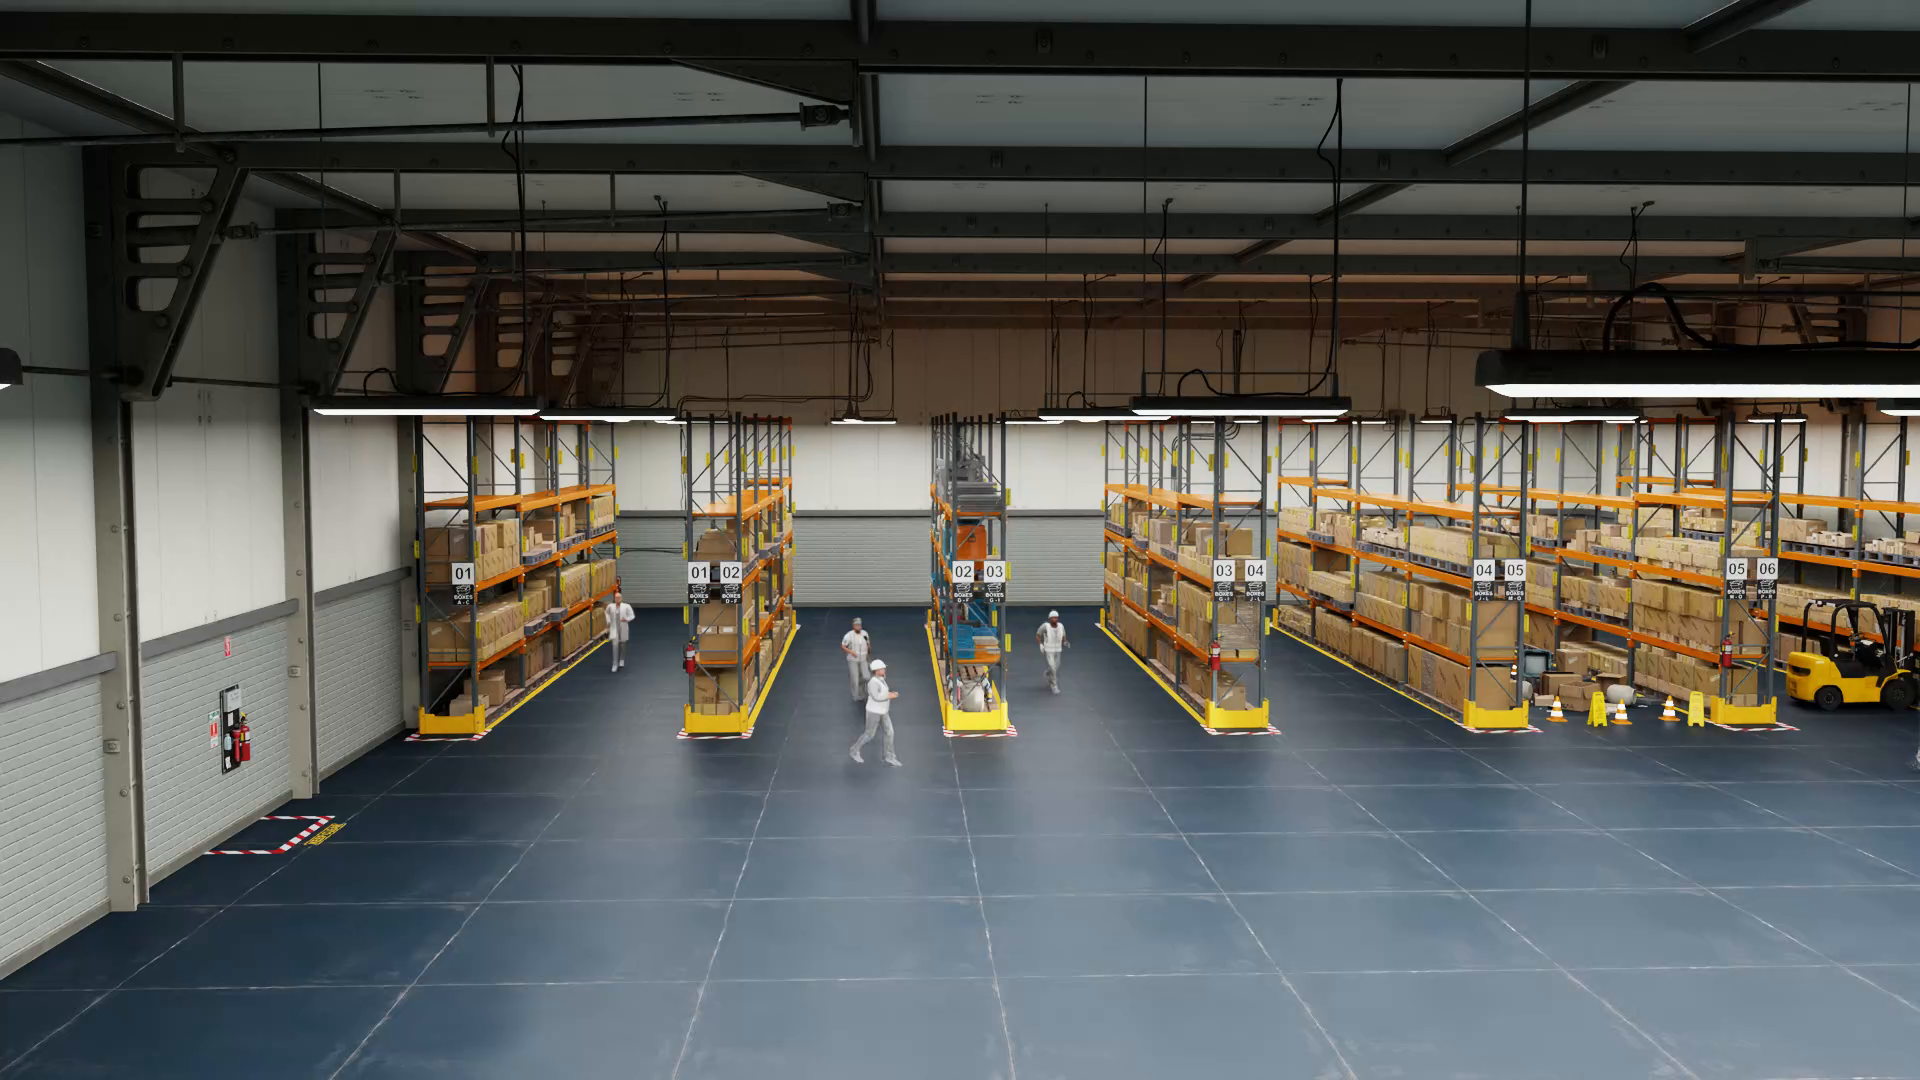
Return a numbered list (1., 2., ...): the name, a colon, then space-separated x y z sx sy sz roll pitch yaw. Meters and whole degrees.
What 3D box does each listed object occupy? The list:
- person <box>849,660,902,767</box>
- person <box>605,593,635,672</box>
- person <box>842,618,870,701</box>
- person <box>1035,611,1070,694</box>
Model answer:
1. person: -1.424 2.910 27.993 0.907 1.804 0.635 1 4 17
2. person: -8.003 2.143 39.133 0.695 1.805 0.982 -1 4 -8
3. person: -2.127 2.494 34.633 0.660 1.743 0.584 -1 4 -21
4. person: 1.965 2.400 36.003 0.666 1.757 0.892 -2 4 -24
